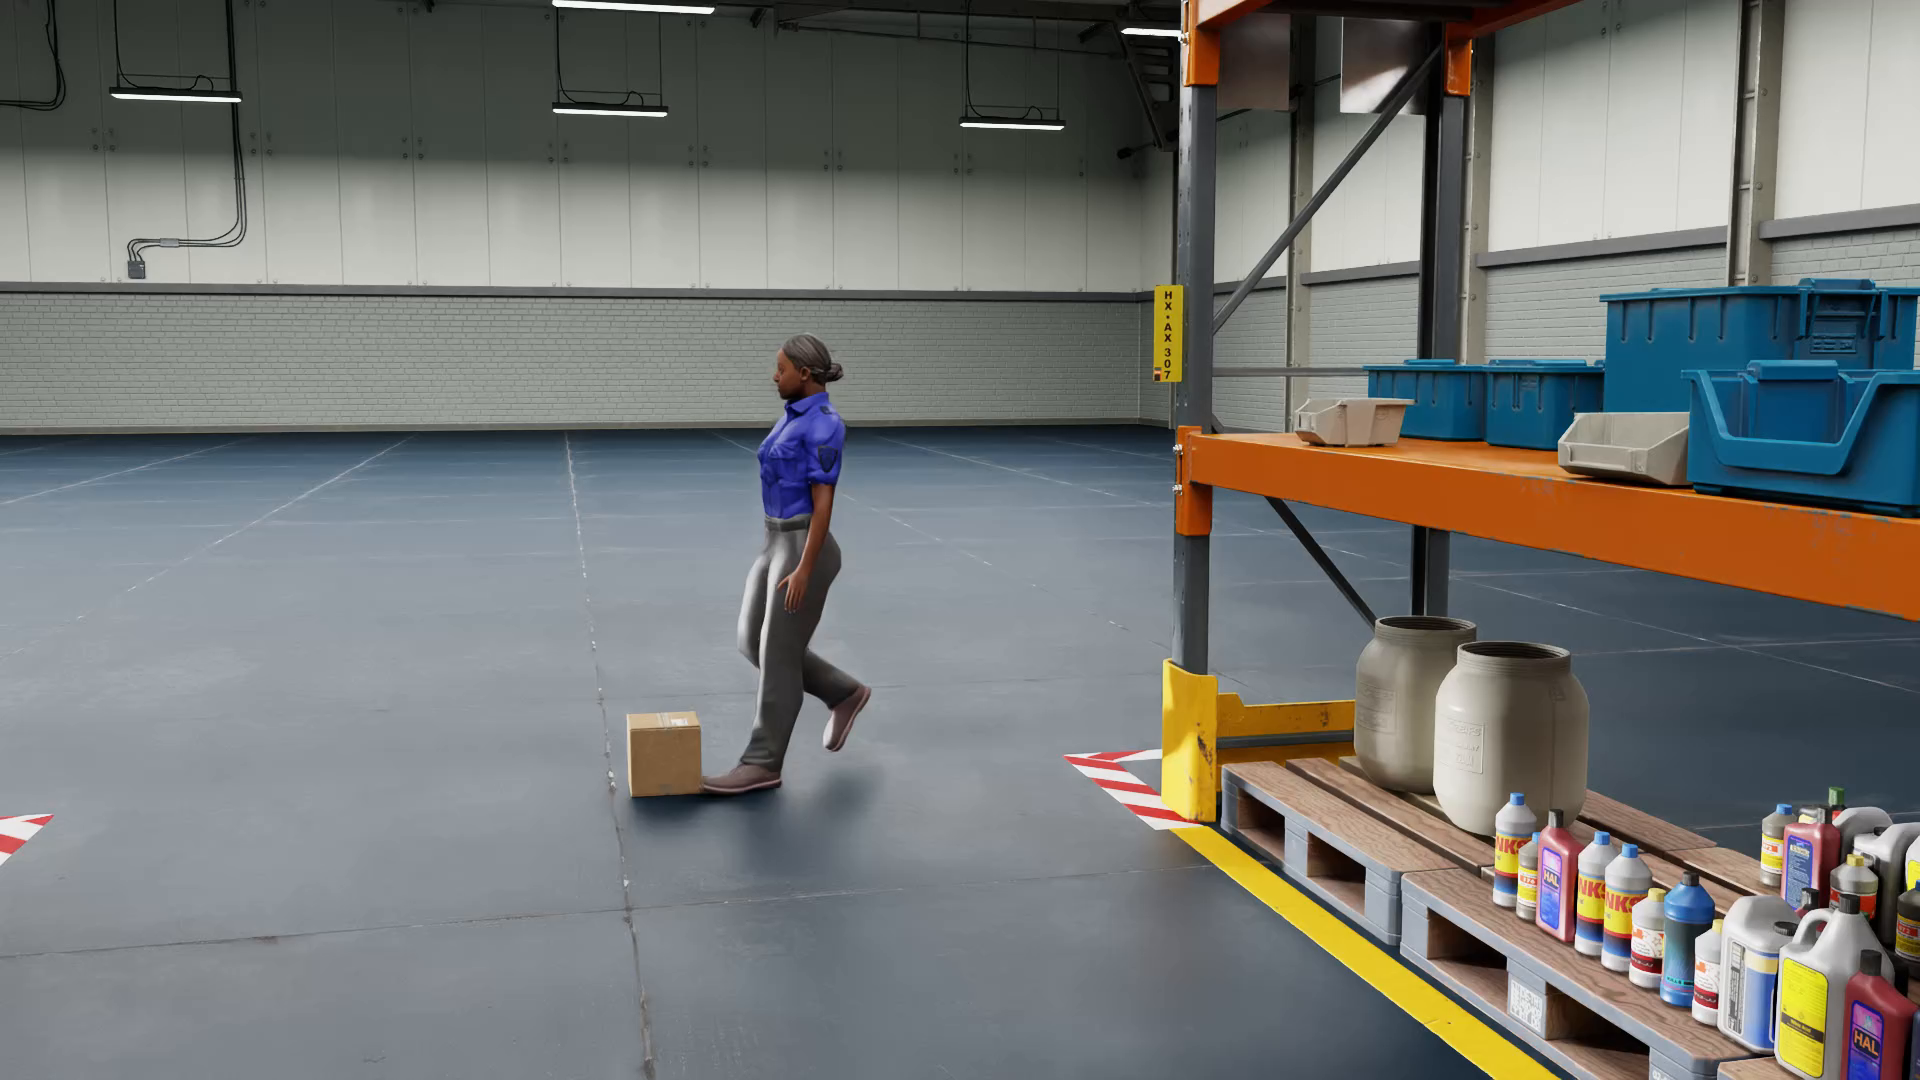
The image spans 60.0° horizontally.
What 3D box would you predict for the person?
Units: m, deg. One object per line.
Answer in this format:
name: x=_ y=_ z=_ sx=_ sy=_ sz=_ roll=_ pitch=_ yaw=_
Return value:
person: x=-0.607 y=0.095 z=6.078 sx=0.401 sy=1.730 sz=0.479 roll=-1 pitch=6 yaw=-13
